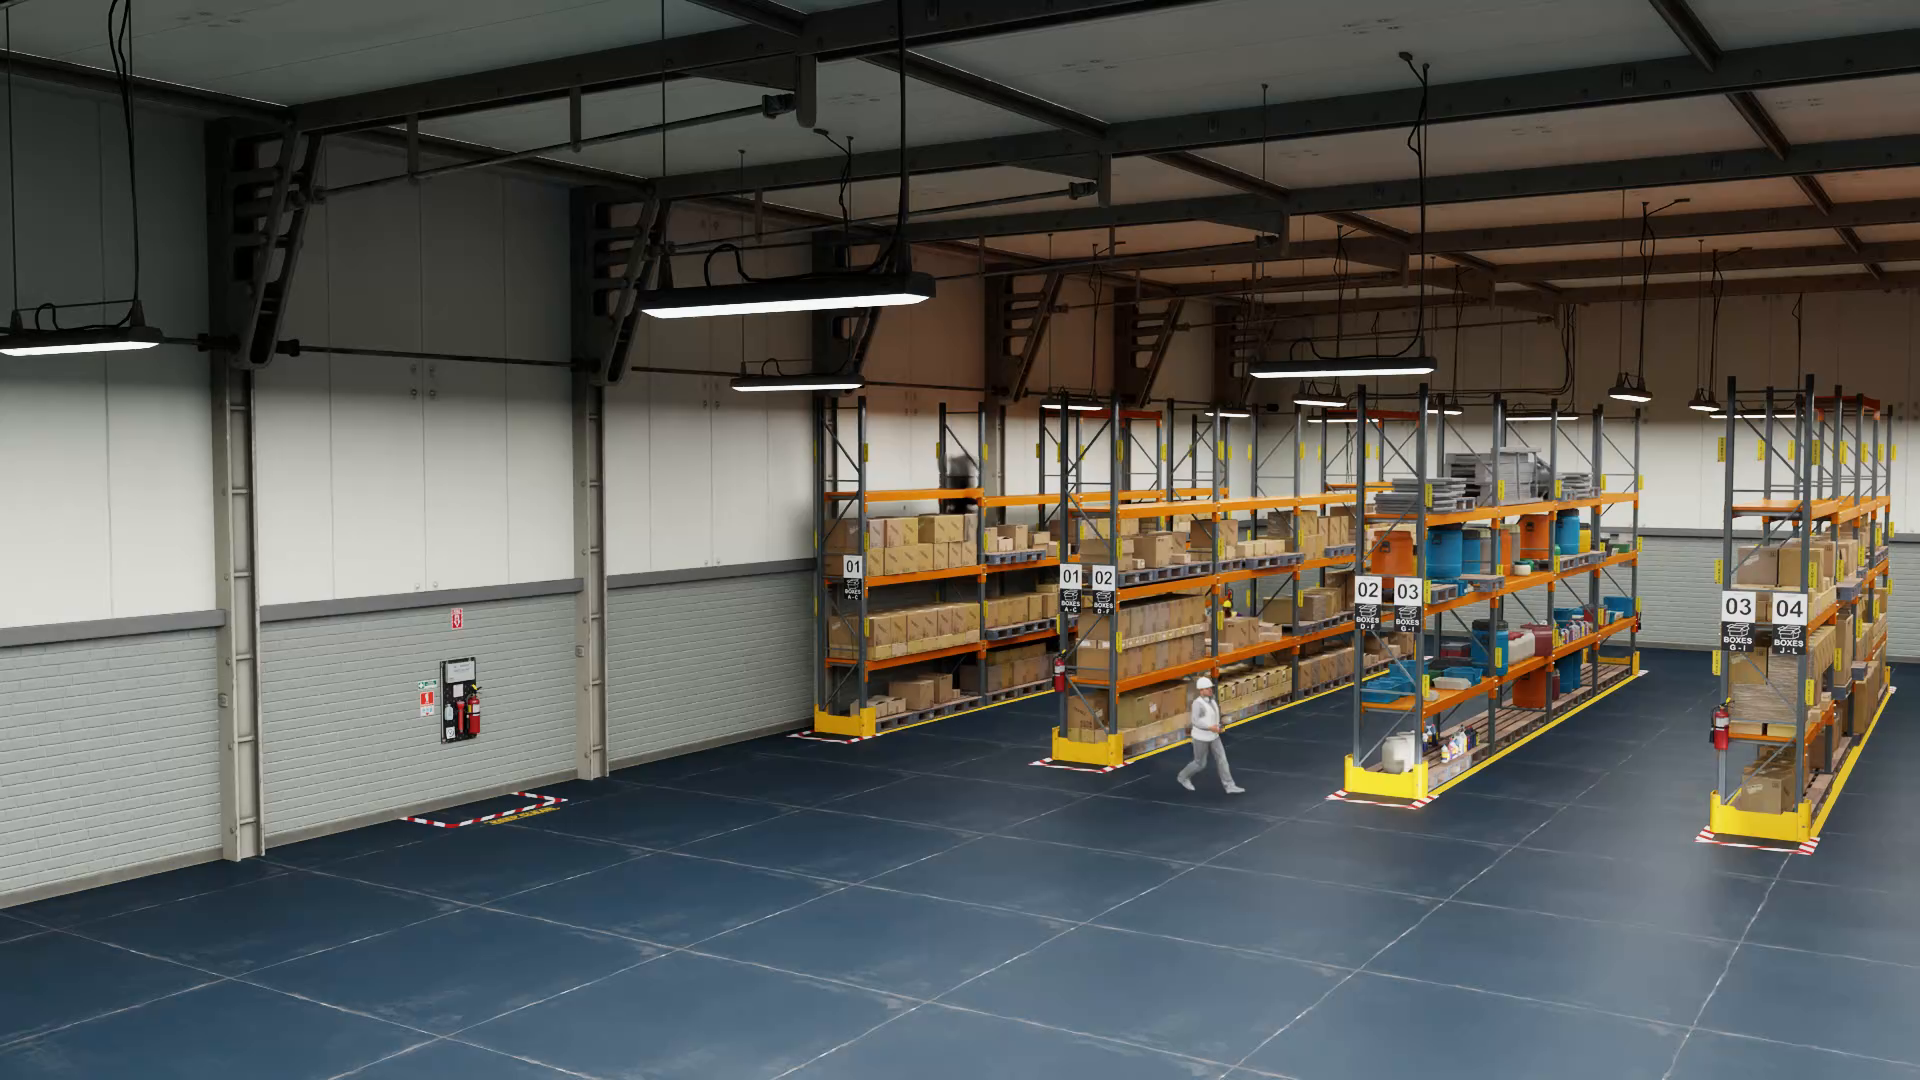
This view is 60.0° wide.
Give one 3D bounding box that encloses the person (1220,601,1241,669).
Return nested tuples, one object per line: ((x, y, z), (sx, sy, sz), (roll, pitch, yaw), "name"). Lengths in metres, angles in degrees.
((6.029, 2.201, 37.352), (0.694, 1.694, 0.700), (1, 3, 19), "person")

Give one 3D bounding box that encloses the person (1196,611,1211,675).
((5.113, 2.316, 34.783), (0.652, 1.727, 0.633), (2, 4, 36), "person")

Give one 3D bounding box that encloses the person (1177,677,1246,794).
((3.552, 2.826, 24.036), (1.049, 1.710, 0.681), (3, 4, 41), "person")
